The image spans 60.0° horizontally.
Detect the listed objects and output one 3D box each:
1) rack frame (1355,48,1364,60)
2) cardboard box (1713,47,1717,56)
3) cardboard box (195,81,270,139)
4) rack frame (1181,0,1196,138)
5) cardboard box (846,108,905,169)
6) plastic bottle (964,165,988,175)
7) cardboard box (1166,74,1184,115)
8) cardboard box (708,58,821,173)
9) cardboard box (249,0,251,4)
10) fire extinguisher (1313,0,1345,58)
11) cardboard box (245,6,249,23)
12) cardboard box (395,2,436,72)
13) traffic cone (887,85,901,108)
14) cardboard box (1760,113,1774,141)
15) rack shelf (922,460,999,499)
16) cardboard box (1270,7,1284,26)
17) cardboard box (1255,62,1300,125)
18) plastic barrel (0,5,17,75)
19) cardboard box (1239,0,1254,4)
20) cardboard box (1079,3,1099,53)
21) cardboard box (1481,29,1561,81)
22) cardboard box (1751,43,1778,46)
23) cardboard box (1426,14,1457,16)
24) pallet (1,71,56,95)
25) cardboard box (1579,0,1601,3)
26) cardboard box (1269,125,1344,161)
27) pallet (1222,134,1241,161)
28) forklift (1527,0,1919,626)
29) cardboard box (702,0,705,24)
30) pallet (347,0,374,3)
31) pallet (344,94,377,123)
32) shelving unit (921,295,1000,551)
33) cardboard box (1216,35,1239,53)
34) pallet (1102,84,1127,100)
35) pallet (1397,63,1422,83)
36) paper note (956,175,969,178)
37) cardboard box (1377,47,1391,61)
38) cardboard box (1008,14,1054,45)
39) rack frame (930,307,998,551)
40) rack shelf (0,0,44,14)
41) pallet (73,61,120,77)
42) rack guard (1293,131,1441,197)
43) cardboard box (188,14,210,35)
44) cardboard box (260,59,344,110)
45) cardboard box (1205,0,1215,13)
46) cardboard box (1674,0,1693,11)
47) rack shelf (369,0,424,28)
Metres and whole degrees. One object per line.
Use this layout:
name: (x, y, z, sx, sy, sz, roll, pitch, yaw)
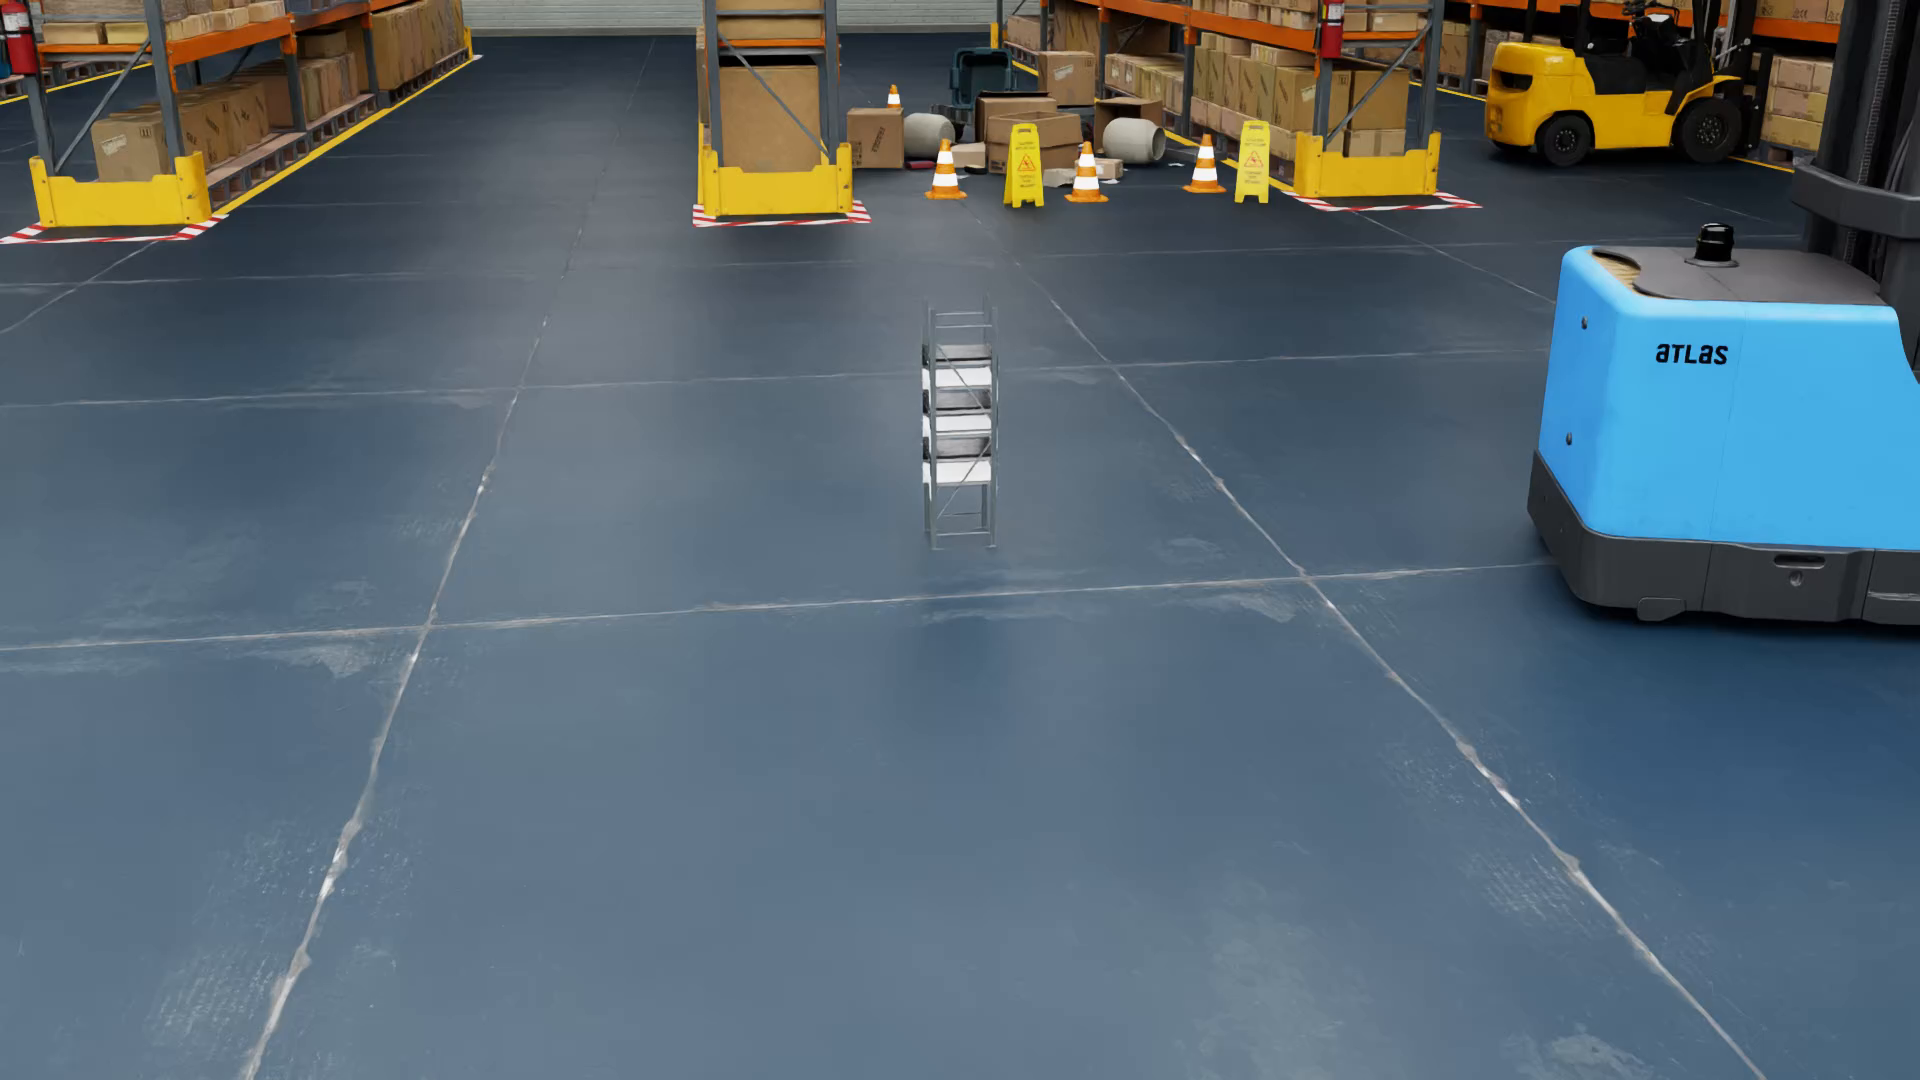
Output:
rack frame: (6.617, -8.728, 25.298, 1.000, 3.000, 0.127, -3, 21, -8)
cardboard box: (7.676, -4.803, 16.689, 0.500, 0.250, 0.500, -2, 21, -6)
cardboard box: (-6.930, -4.092, 15.857, 0.500, 0.500, 0.500, -4, 21, -9)
rack frame: (2.859, -5.707, 17.208, 1.000, 3.000, 0.127, -3, 21, -8)
cardboard box: (-0.786, -3.766, 15.582, 0.500, 0.500, 0.500, 1, 20, 2)
plastic bottle: (0.129, -3.389, 15.204, 0.133, 0.061, 0.283, -11, 23, -26)
cardboard box: (2.781, -4.854, 18.080, 0.950, 0.372, 0.625, -3, 21, -7)
cardboard box: (-1.612, -3.470, 13.656, 0.875, 0.875, 0.875, -3, 21, -7)
cardboard box: (-6.907, -5.059, 14.907, 0.875, 0.500, 0.500, -3, 21, -8)
fire extinguisher: (2.996, -4.223, 13.345, 0.296, 0.674, 0.183, -3, 21, -8)
cardboard box: (-6.571, -4.679, 14.815, 0.380, 0.149, 0.250, -3, 21, -8)
cardboard box: (-7.989, -6.957, 22.994, 1.225, 0.875, 0.875, -3, 21, -8)
traffic cone: (-0.724, -4.774, 18.337, 0.336, 0.463, 0.334, -3, 21, -8)
cardboard box: (7.841, -3.975, 15.902, 0.500, 0.250, 0.500, -3, 21, -7)
rack shelf: (-0.001, -0.225, 6.141, 0.258, 0.077, 0.200, -3, 21, -8)
cardboard box: (2.941, -4.582, 14.557, 0.380, 0.149, 0.250, -3, 21, -7)
cardboard box: (2.983, -4.026, 14.967, 0.500, 0.500, 0.500, -2, 21, -6)
plastic barrel: (-12.941, -6.751, 22.404, 0.600, 0.901, 0.708, -3, 21, -8)
cardboard box: (2.894, -5.205, 15.298, 0.500, 0.500, 0.500, -3, 21, -7)
cardboard box: (2.140, -6.845, 22.693, 0.875, 0.875, 0.875, -3, 21, -7)
cardboard box: (7.270, -6.211, 21.352, 0.875, 0.625, 0.625, -2, 21, -6)
cardboard box: (8.120, -5.000, 17.217, 0.500, 0.250, 0.500, -3, 21, -9)
cardboard box: (7.105, -7.683, 24.545, 0.380, 0.149, 0.250, -4, 21, -10)
pallet: (-12.932, -6.151, 22.384, 1.003, 0.211, 1.213, -3, 21, -8)
cardboard box: (7.360, -6.223, 18.805, 0.500, 0.250, 0.500, -3, 21, -8)
cardboard box: (3.049, -3.505, 14.643, 0.500, 0.250, 0.500, -3, 21, -8)
pallet: (3.170, -3.746, 15.945, 1.003, 0.211, 1.213, -3, 21, -8)
forklift: (3.597, -1.201, 5.244, 3.031, 2.935, 1.130, 3, 21, 7)
cardboard box: (-1.897, -4.983, 15.056, 0.875, 0.550, 0.550, -3, 21, -8)
pallet: (-7.316, -6.260, 18.965, 1.213, 0.211, 1.003, -3, 21, -8)
pallet: (-7.413, -5.015, 19.341, 1.003, 0.211, 1.213, -3, 21, -8)
shelving unit: (-0.001, -0.424, 6.066, 0.258, 0.900, 0.210, -3, 21, -8)
cardboard box: (2.711, -4.828, 16.187, 0.380, 0.149, 0.250, -2, 21, -6)
pallet: (2.393, -5.515, 20.679, 1.003, 0.211, 1.213, -3, 21, -8)
pallet: (6.951, -6.719, 23.903, 1.003, 0.211, 1.213, -3, 21, -8)
paper note: (0.012, -3.259, 14.902, 0.144, 0.017, 0.142, 4, 21, 11)
cardboard box: (6.550, -7.391, 24.691, 0.500, 0.500, 0.500, -3, 21, -8)
cardboard box: (1.323, -8.634, 28.109, 0.875, 0.438, 0.875, -4, 21, -10)
rack frame: (0.014, -0.389, 5.972, 0.240, 0.900, 0.006, -3, 21, -8)
rack shelf: (-12.714, -6.697, 20.889, 1.077, 0.370, 4.000, -3, 21, -8)
pallet: (-13.326, -7.096, 24.915, 1.003, 0.211, 1.213, -3, 21, -8)
rack guard: (3.424, -3.177, 14.008, 1.175, 0.500, 0.348, -3, 21, -8)
cardboard box: (-6.300, -4.162, 13.432, 0.380, 0.149, 0.250, -3, 21, -8)
cardboard box: (-7.227, -5.009, 18.283, 0.700, 0.500, 0.500, -1, 21, -3)
cardboard box: (2.674, -5.379, 16.689, 0.380, 0.149, 0.250, -2, 21, -6)
cardboard box: (7.667, -5.659, 16.937, 0.500, 0.500, 0.500, -3, 21, -7)
rack shelf: (-7.813, -6.947, 21.558, 1.077, 0.370, 4.000, -3, 21, -8)
